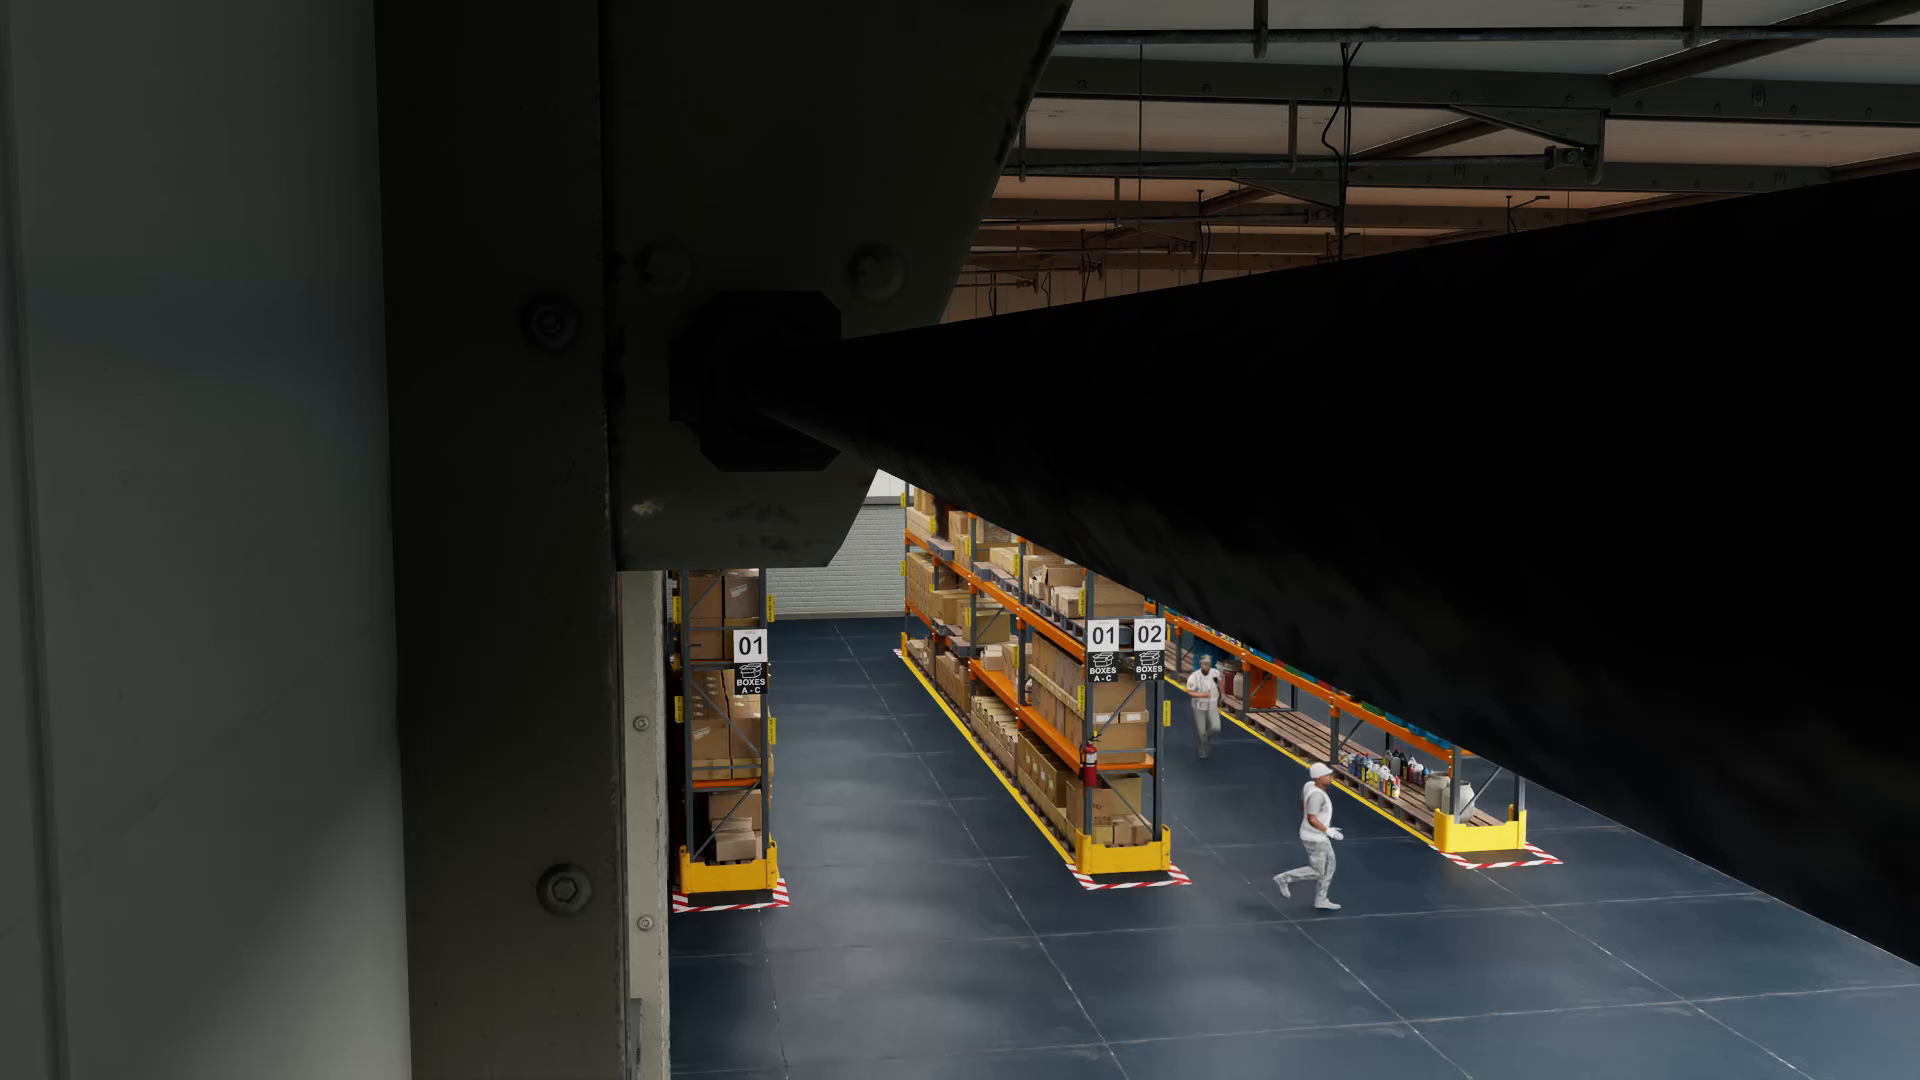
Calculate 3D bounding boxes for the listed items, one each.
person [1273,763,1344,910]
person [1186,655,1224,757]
[{"bbox_3d":[4.076,3.456,19.445,0.789,1.745,0.679,1,6,10],"label":"person"},{"bbox_3d":[3.977,2.684,26.770,0.703,1.731,0.748,-1,6,-11],"label":"person"}]
